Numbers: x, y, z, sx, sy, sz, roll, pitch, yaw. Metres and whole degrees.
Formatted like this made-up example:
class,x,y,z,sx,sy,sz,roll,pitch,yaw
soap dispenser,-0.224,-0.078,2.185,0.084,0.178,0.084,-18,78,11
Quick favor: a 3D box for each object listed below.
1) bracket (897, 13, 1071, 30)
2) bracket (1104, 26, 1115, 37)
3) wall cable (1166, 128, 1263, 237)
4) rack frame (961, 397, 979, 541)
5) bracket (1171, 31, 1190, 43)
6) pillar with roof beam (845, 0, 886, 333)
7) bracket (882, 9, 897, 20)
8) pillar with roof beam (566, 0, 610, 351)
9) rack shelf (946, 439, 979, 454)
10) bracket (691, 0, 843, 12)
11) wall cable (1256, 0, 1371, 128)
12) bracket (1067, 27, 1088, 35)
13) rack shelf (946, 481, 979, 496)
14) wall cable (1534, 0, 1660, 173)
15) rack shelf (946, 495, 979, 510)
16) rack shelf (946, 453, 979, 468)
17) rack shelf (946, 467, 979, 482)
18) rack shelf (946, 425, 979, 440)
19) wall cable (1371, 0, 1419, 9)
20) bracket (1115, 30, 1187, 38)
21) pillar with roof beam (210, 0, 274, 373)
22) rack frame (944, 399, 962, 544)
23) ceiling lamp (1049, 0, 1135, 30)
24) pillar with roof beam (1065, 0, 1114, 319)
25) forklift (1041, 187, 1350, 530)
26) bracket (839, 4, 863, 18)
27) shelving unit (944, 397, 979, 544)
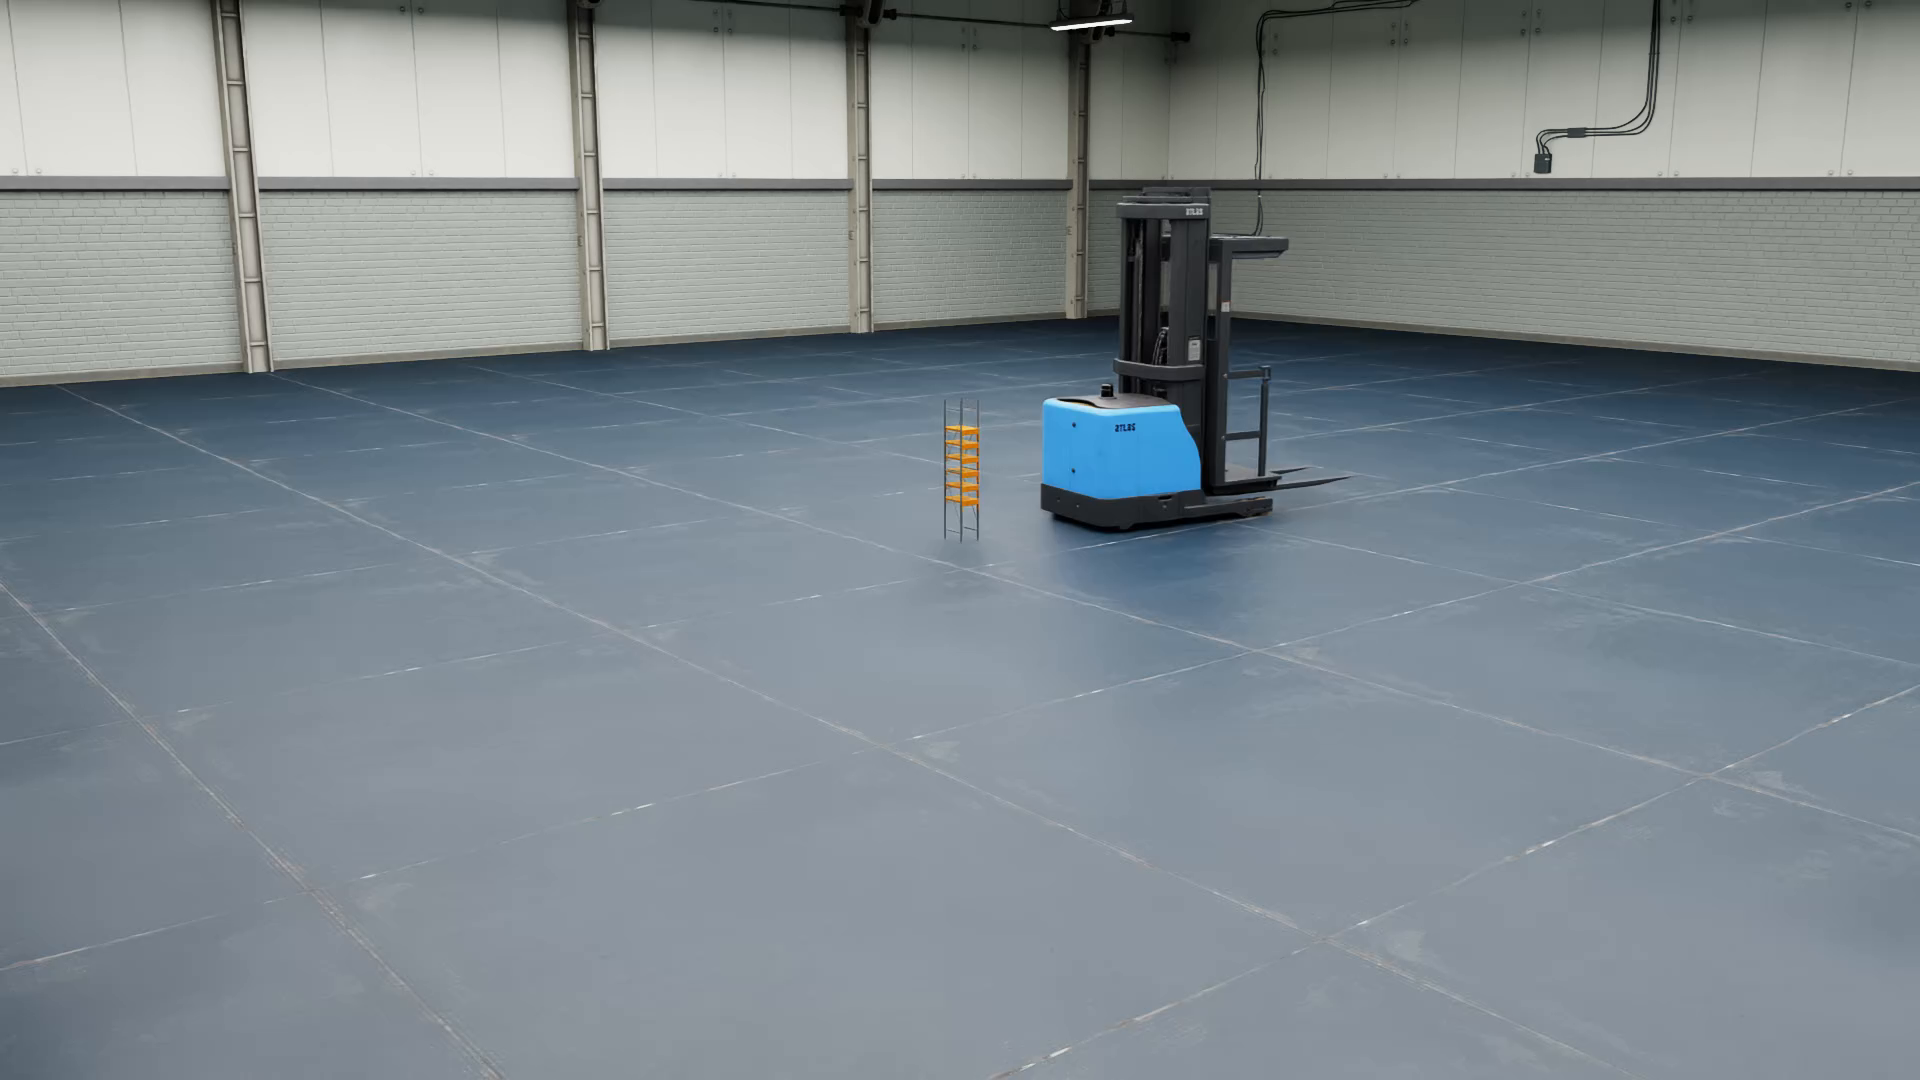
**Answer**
class,x,y,z,sx,sy,sz,roll,pitch,yaw
bracket,0.542,-10.792,34.623,4.783,0.066,0.076,-9,15,-38
bracket,3.202,-11.234,36.704,0.430,0.232,0.235,-9,15,-38
wall cable,5.782,-8.126,38.208,0.112,2.526,3.097,-9,15,-38
rack frame,0.083,-0.601,14.069,0.006,1.200,0.240,-9,15,-38
bracket,5.052,-11.542,38.153,0.430,0.232,0.235,-9,15,-38
pillar with roof beam,0.660,-8.000,30.141,0.548,9.000,9.100,-9,15,-38
bracket,-1.484,-10.456,33.038,0.430,0.232,0.235,-9,15,-38
pillar with roof beam,-4.025,-7.222,26.474,0.548,9.000,9.100,-9,15,-38
rack shelf,0.011,-0.780,13.972,0.180,0.103,0.258,-9,15,-38
bracket,-4.144,-10.014,30.956,4.783,0.066,0.076,-9,15,-38
wall cable,7.472,-10.158,35.618,0.112,2.526,3.097,-9,15,-38
bracket,2.553,-11.127,36.197,0.430,0.232,0.235,-9,15,-38
rack shelf,0.011,-0.428,14.047,0.180,0.103,0.258,-9,15,-38
wall cable,11.700,-9.767,30.272,0.169,6.003,2.305,-9,15,-38
rack shelf,0.011,-0.311,14.072,0.180,0.103,0.258,-9,15,-38
rack shelf,0.011,-0.663,13.997,0.180,0.103,0.258,-9,15,-38
rack shelf,0.011,-0.545,14.022,0.180,0.103,0.258,-9,15,-38
rack shelf,0.011,-0.897,13.947,0.180,0.103,0.258,-9,15,-38
wall cable,9.405,-11.881,32.781,0.112,2.526,3.097,-9,15,-38
bracket,4.591,-11.465,37.792,3.189,0.066,0.076,-9,15,-38
pillar with roof beam,-8.710,-6.443,22.808,0.400,9.000,9.100,-9,15,-38
rack frame,-0.060,-0.577,13.957,0.006,1.200,0.240,-9,15,-38
ceiling lamp,2.605,-11.061,30.500,0.800,3.185,2.000,-9,15,-38
pillar with roof beam,5.345,-8.779,33.807,0.548,9.000,9.100,-9,15,-38
forklift,2.265,-1.722,15.180,3.031,2.935,1.130,-7,14,-30
bracket,-2.132,-10.348,32.531,0.430,0.232,0.235,-9,15,-38
shelving unit,0.011,-0.589,14.013,0.189,1.200,0.258,-9,15,-38
